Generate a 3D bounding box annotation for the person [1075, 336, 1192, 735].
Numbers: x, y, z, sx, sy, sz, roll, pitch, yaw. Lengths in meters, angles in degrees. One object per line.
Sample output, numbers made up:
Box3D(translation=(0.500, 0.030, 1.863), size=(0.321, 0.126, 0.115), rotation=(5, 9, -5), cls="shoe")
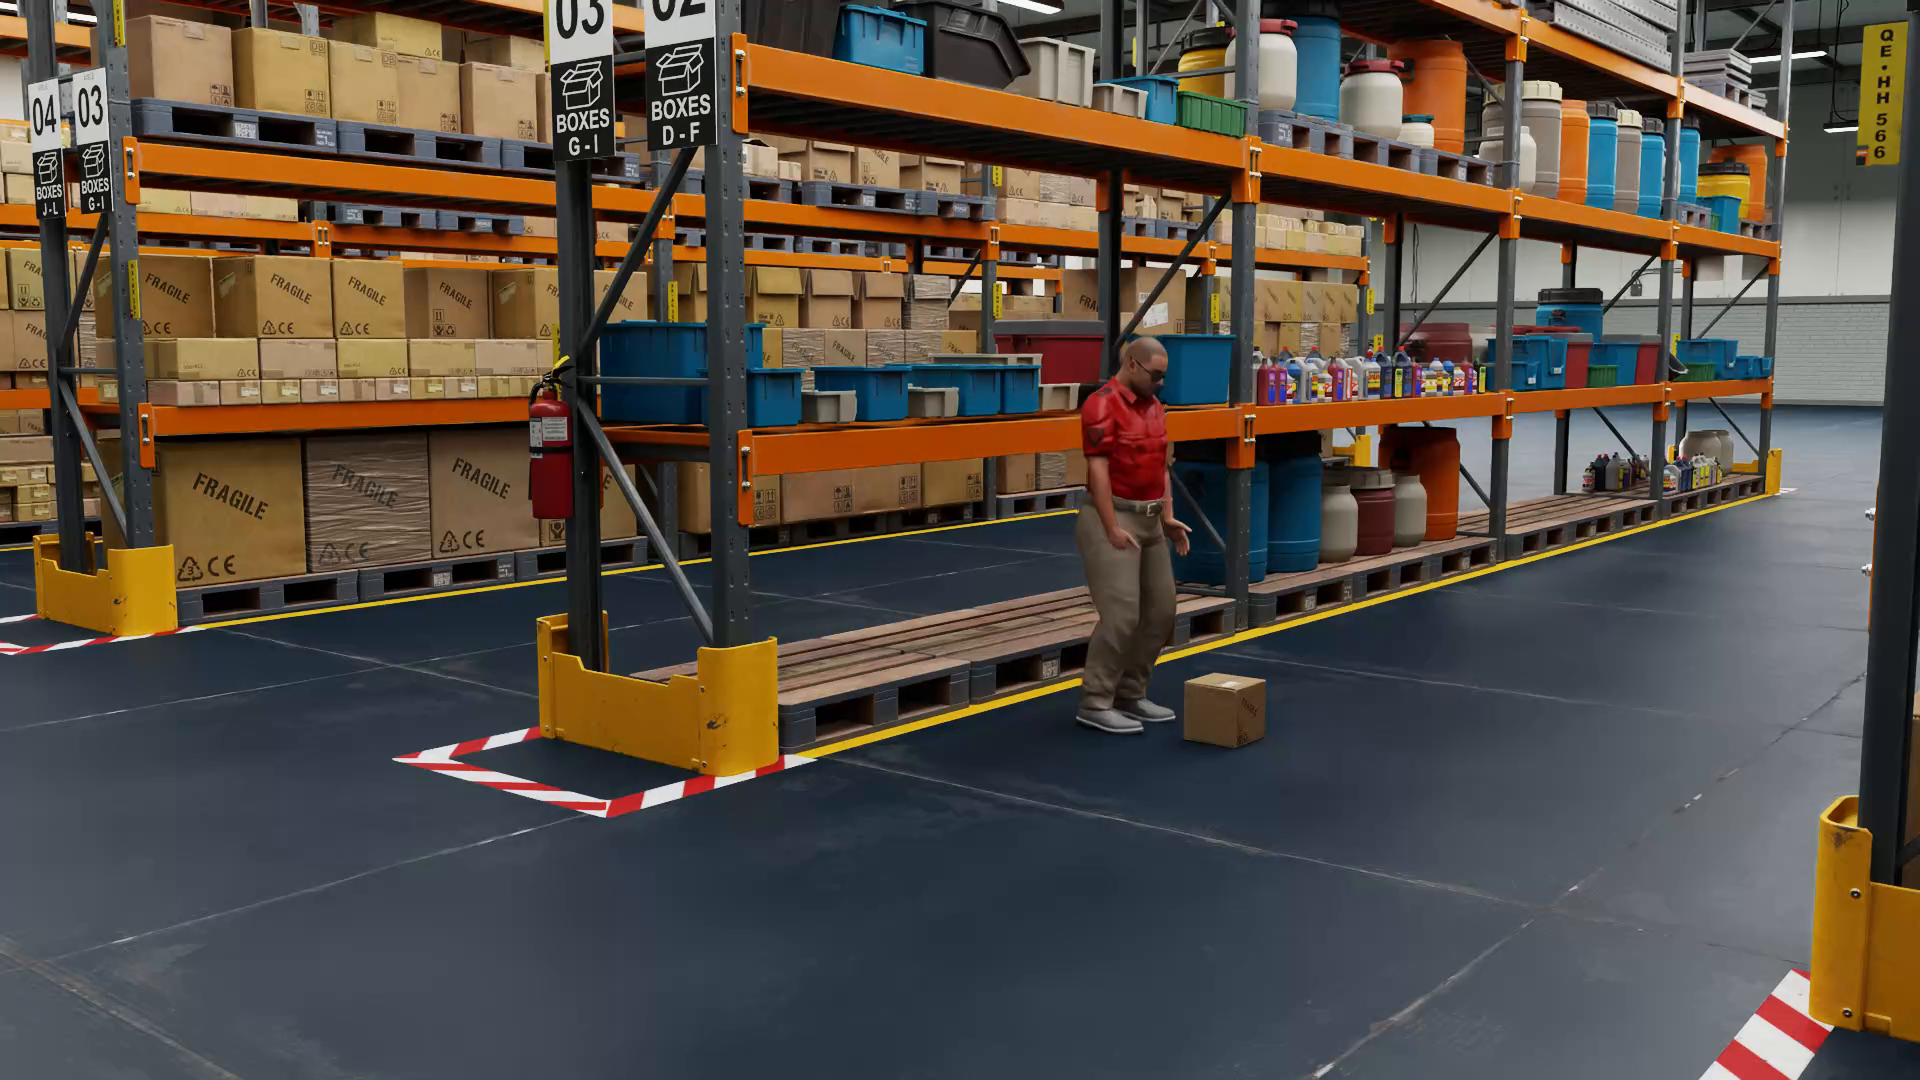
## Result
Box3D(translation=(0.743, -0.033, 7.264), size=(0.389, 1.700, 0.547), rotation=(6, 9, 40), cls="person")
